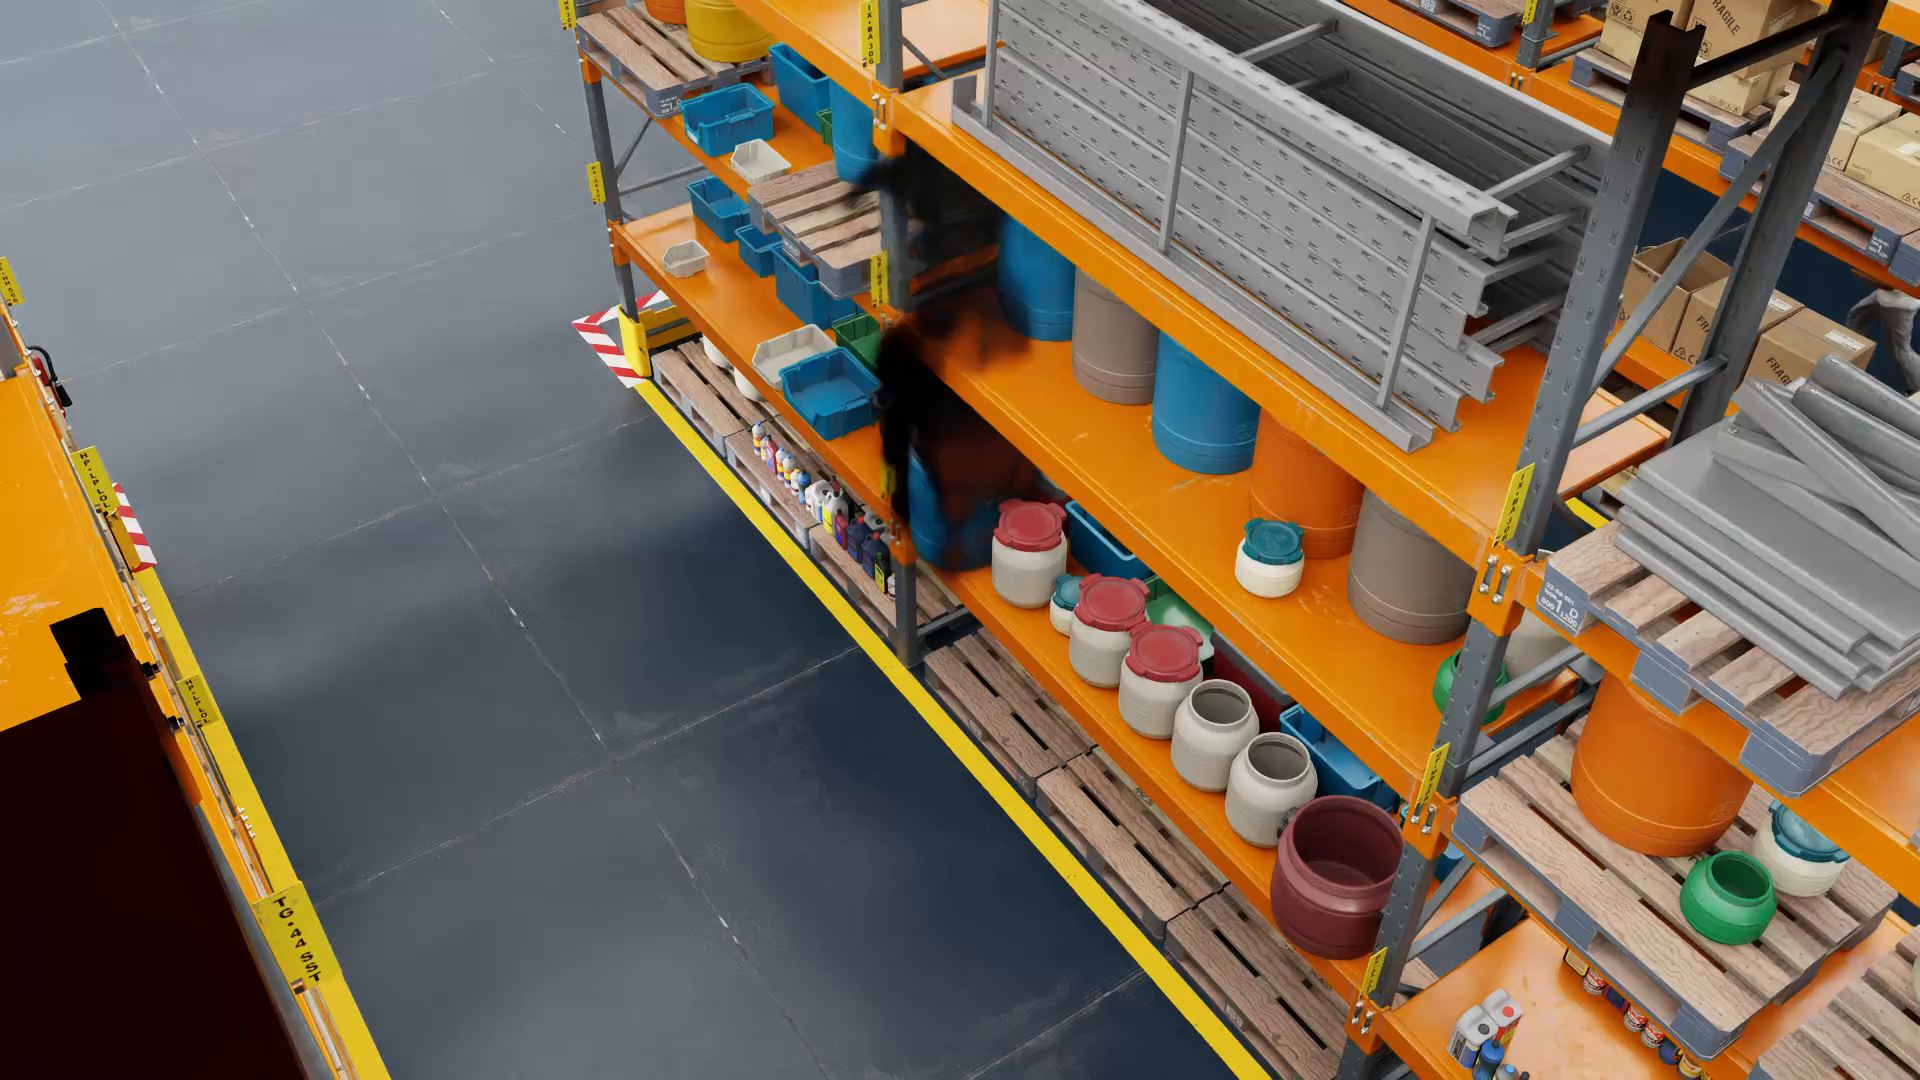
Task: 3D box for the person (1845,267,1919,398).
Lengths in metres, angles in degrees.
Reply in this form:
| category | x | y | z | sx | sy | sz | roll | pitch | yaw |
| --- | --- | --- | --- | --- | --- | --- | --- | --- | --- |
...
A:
| category | x | y | z | sx | sy | sz | roll | pitch | yaw |
| --- | --- | --- | --- | --- | --- | --- | --- | --- | --- |
| person | 7.031 | -1.764 | 12.390 | 0.962 | 1.771 | 0.702 | 33 | 52 | 31 |
